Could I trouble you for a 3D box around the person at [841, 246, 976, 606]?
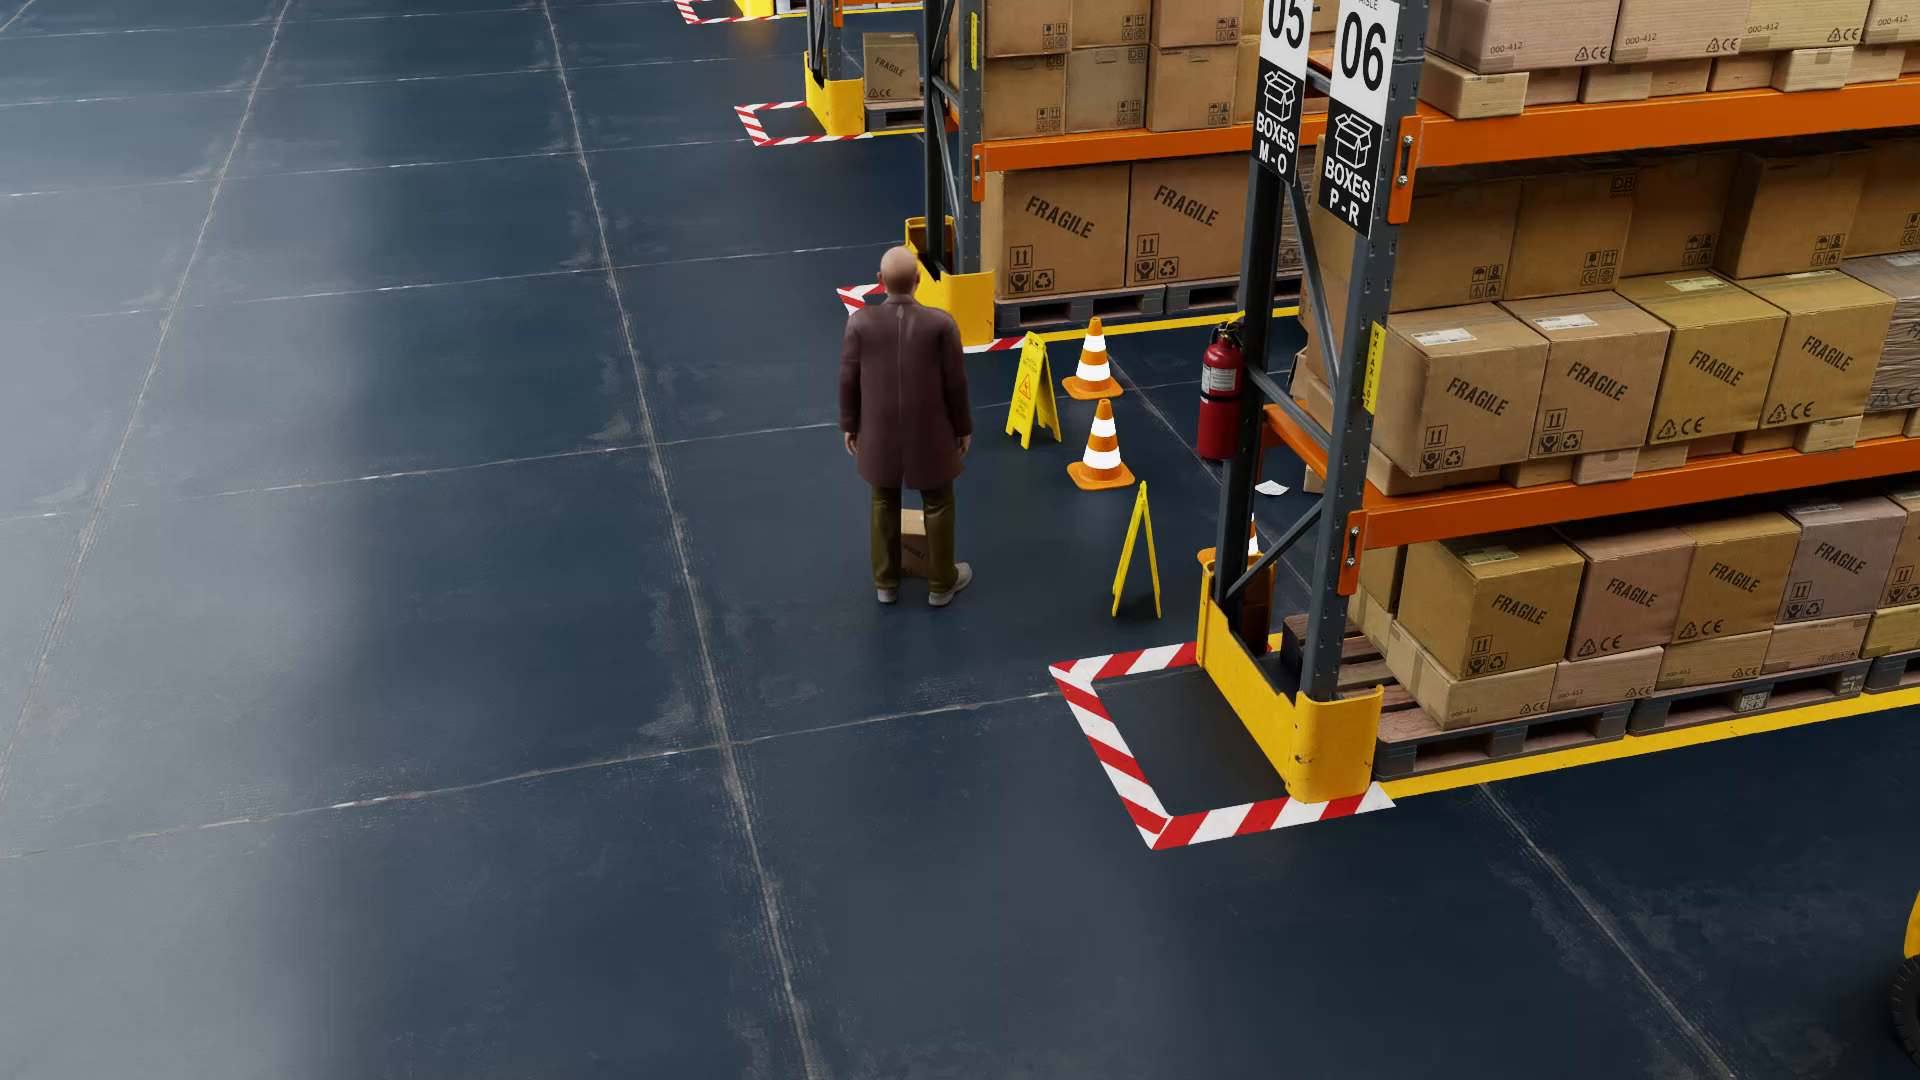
[{"bbox_3d":[-0.244,-0.523,7.874,0.644,1.770,0.417,5,30,9],"label":"person"}]
